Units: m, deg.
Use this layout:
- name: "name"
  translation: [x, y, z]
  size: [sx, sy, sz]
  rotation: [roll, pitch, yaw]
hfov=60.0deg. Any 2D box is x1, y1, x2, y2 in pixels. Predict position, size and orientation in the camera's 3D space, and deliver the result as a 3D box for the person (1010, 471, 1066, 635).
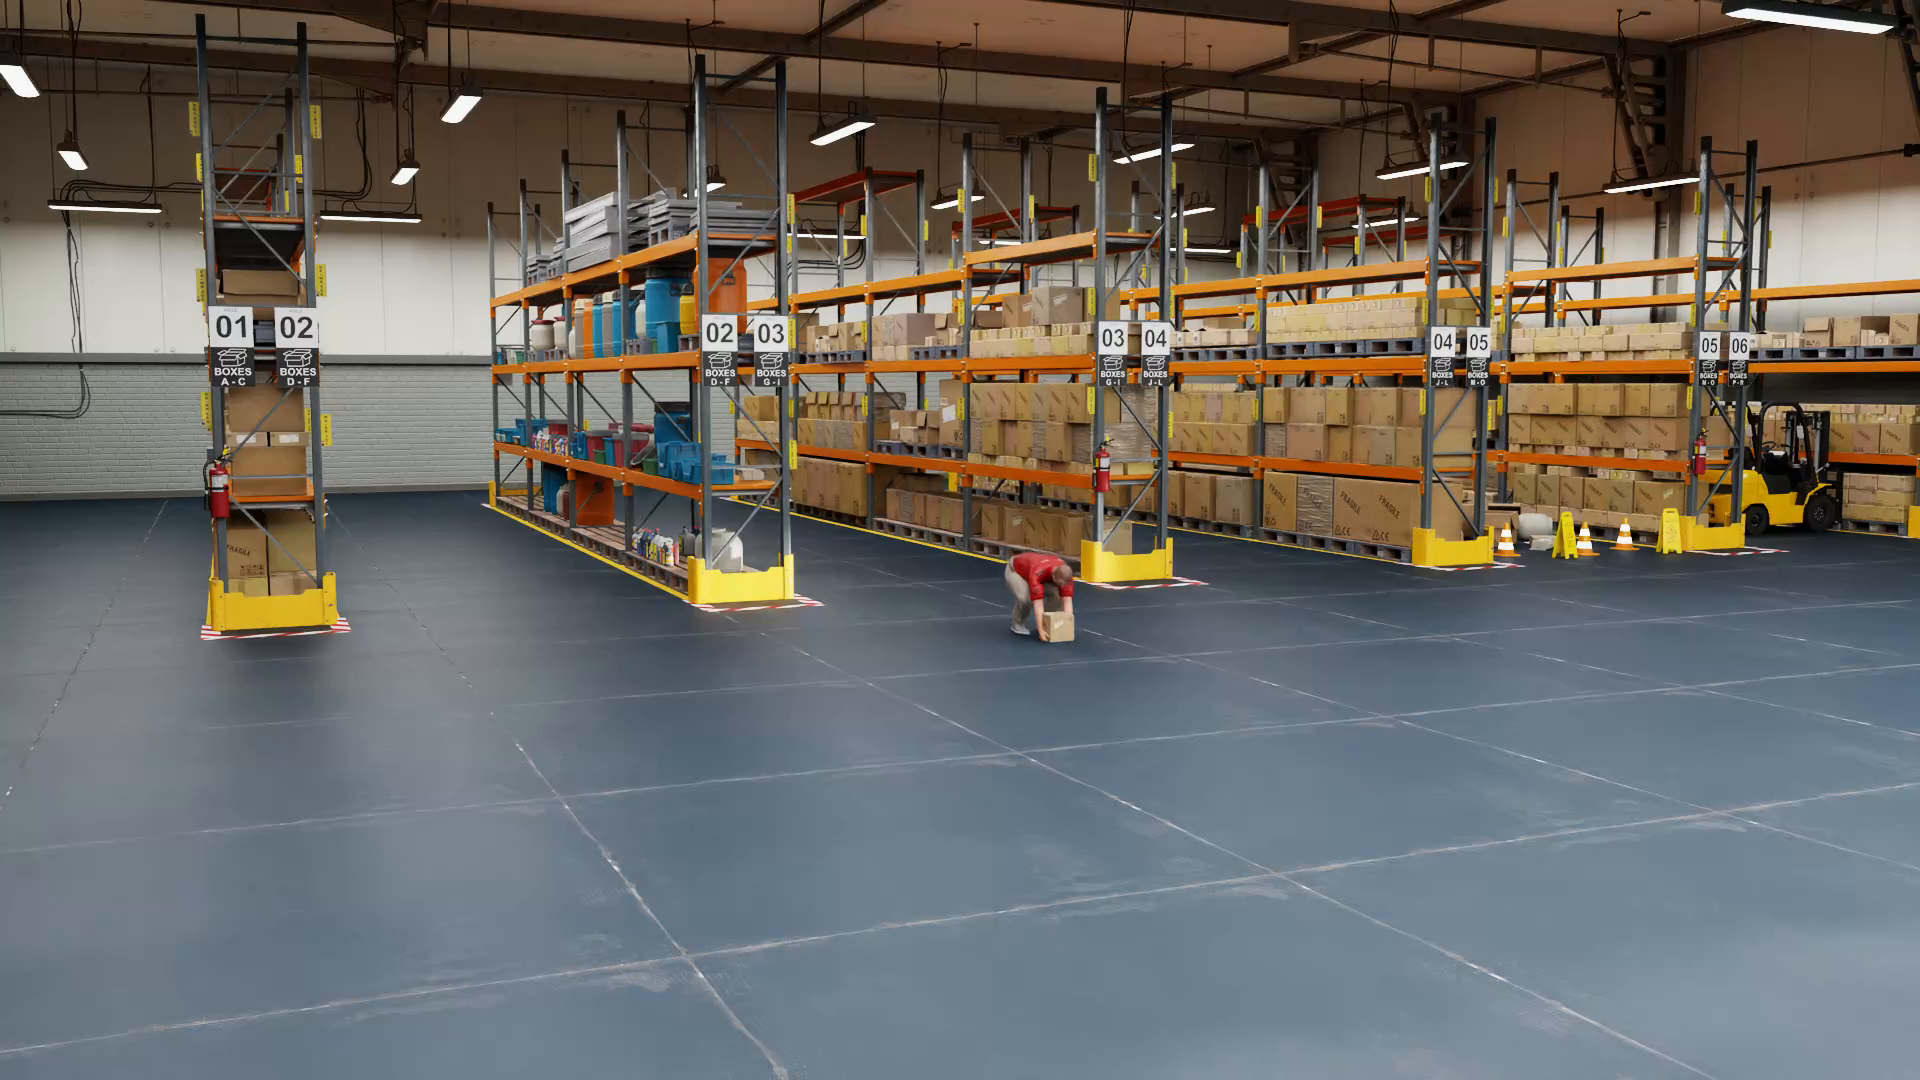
- name: "person"
  translation: [0.770, 0.120, 16.202]
  size: [0.475, 1.617, 0.652]
  rotation: [-2, 6, -25]
